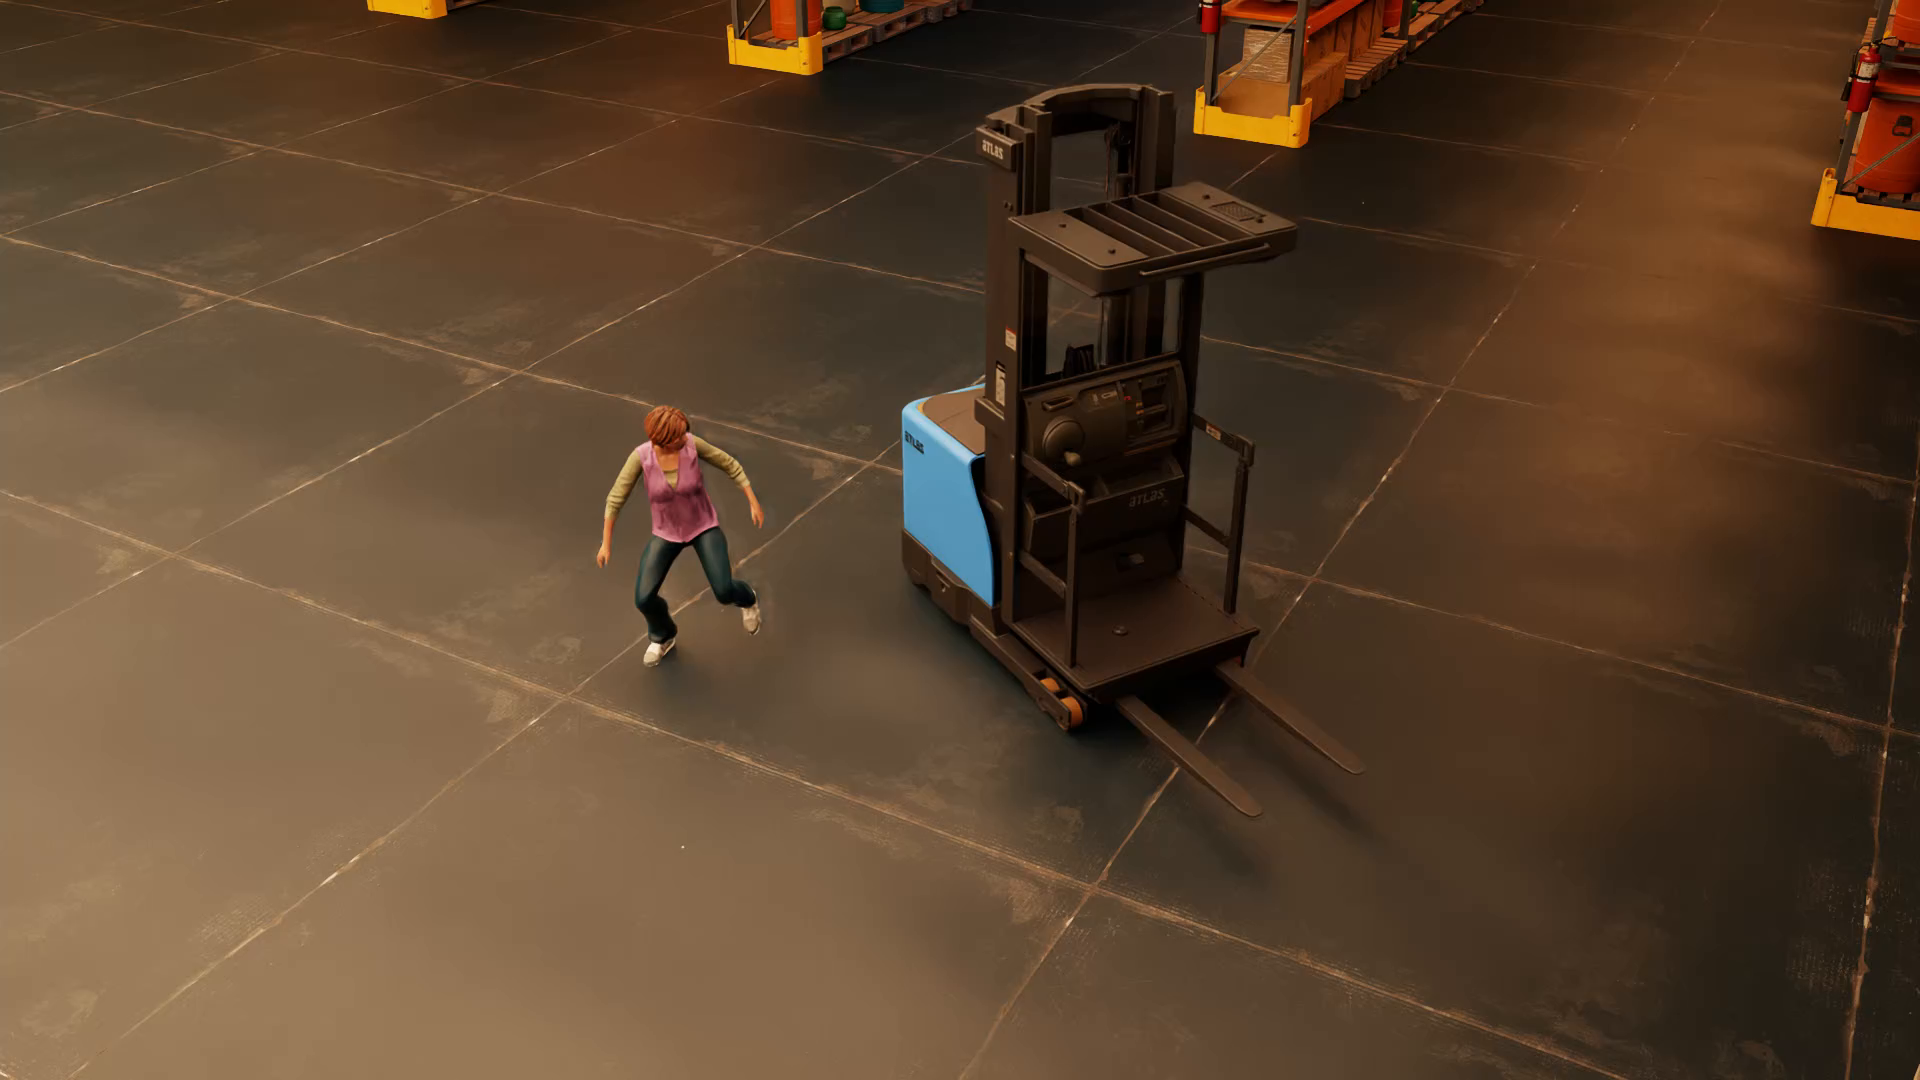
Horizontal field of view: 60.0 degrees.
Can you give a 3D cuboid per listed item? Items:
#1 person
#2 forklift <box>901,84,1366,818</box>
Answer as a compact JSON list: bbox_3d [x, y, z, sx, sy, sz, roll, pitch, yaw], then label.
[{"bbox_3d":[-1.442,-0.025,8.610,0.845,1.485,0.456,-1,30,-2],"label":"person"},{"bbox_3d":[0.837,-0.578,8.073,1.130,2.935,3.031,-16,34,-26],"label":"forklift"}]
